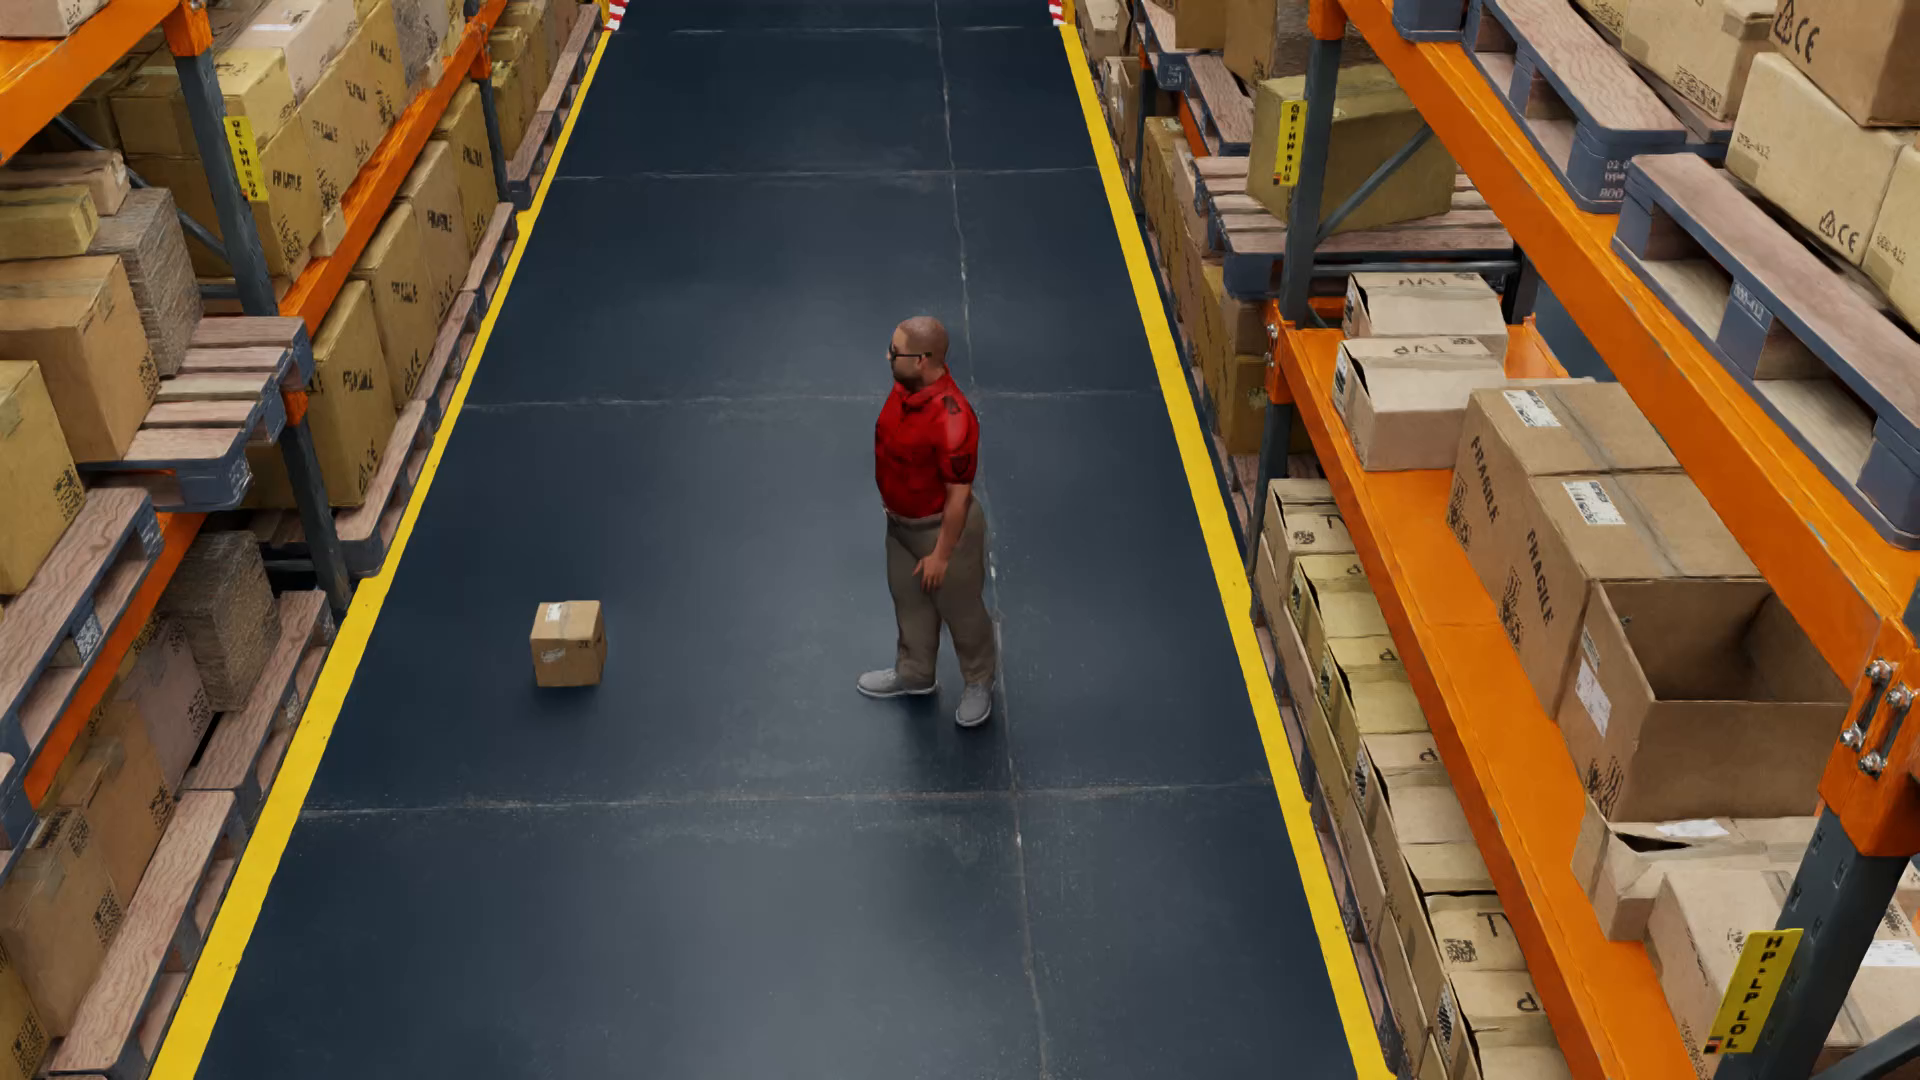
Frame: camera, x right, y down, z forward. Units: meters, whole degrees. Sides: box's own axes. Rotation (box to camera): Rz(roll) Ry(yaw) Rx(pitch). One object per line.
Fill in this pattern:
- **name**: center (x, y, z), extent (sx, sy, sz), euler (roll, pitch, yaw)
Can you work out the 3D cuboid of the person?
- **person**: center (-0.095, -0.056, 6.233), extent (0.493, 1.740, 0.541), euler (-18, 39, -24)
